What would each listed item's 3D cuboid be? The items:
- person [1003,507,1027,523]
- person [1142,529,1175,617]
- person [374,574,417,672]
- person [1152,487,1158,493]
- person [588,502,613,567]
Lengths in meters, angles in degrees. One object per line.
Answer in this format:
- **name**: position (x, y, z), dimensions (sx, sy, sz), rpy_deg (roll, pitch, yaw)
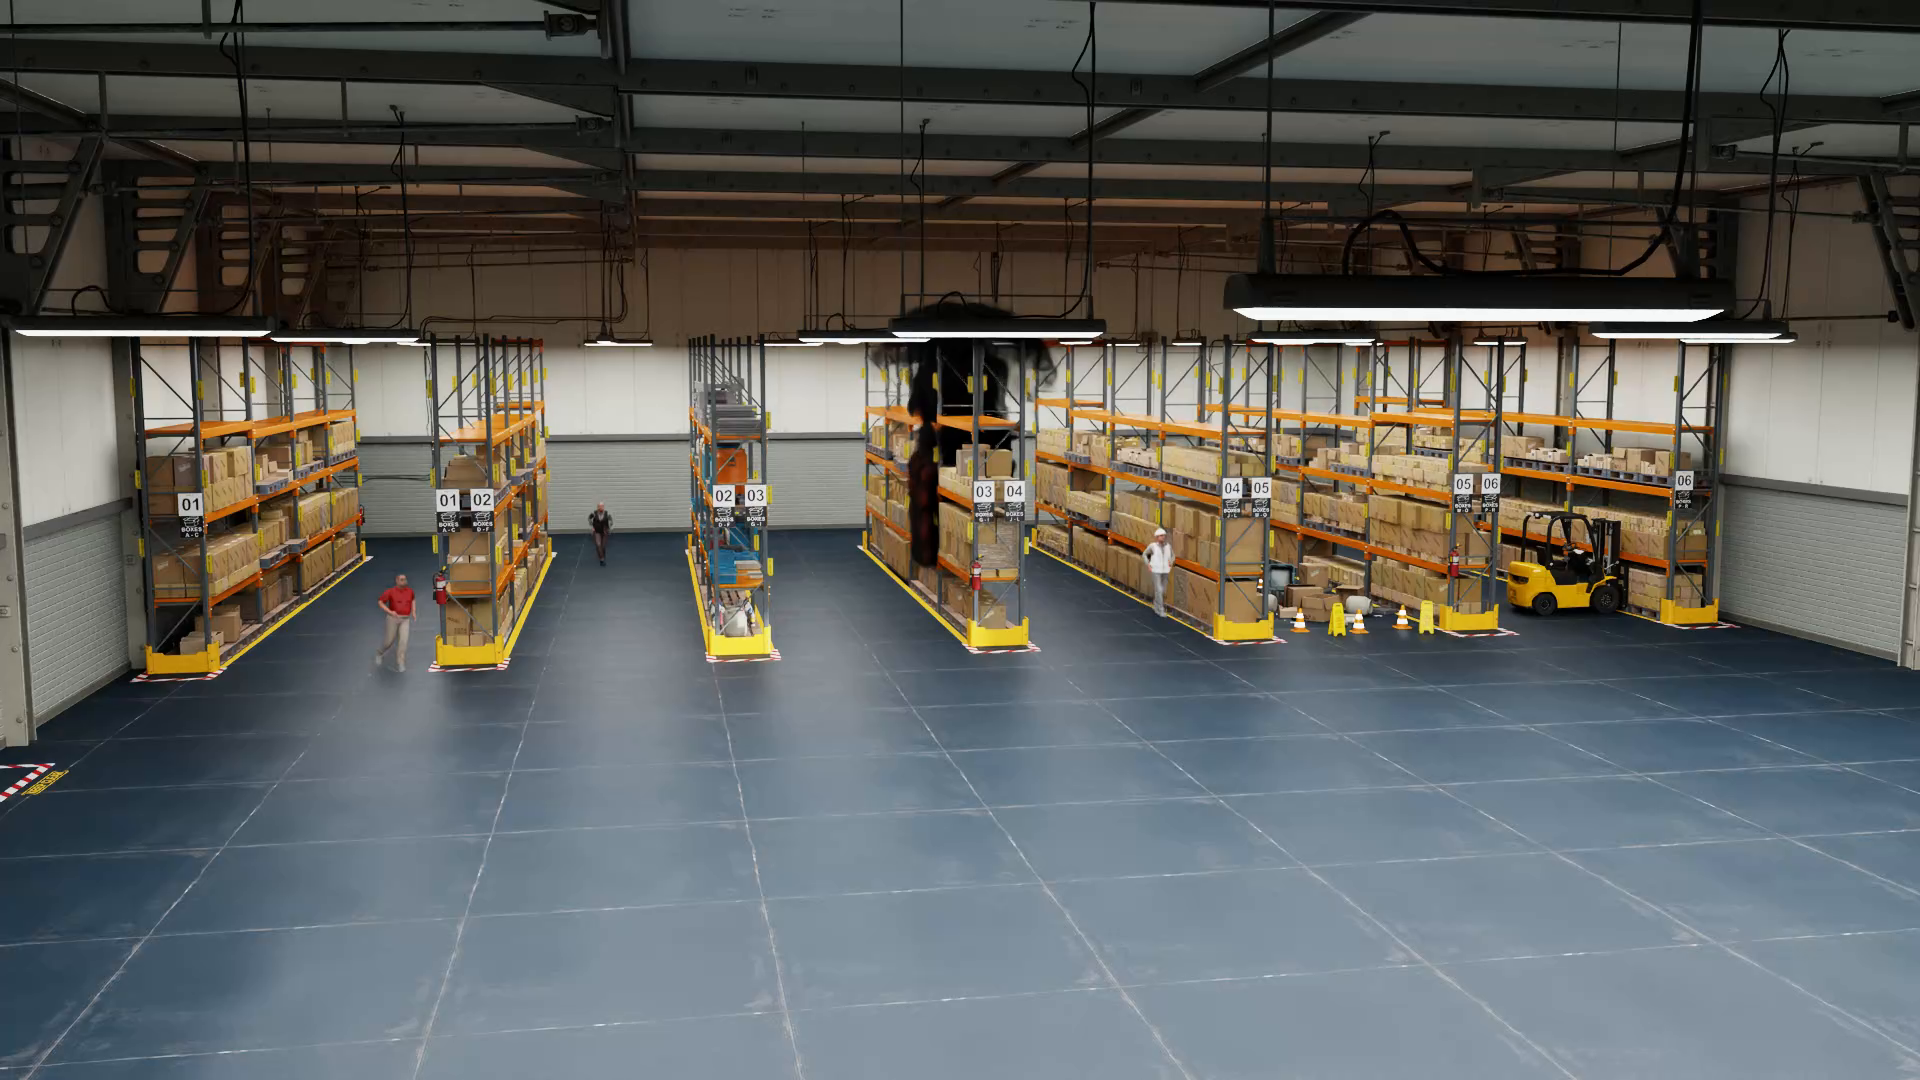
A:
- **person**: position (1.485, -0.359, 45.666), dimensions (0.735, 1.743, 0.701), rpy_deg (-1, 7, -4)
- **person**: position (4.088, 0.670, 34.029), dimensions (0.678, 1.815, 0.787), rpy_deg (-2, 7, -18)
- **person**: position (-10.049, 1.463, 29.816), dimensions (0.734, 1.696, 0.973), rpy_deg (-5, 8, -39)
- **person**: position (5.938, -0.896, 50.716), dimensions (0.649, 1.635, 0.576), rpy_deg (-1, 7, -6)
- **person**: position (-9.578, -0.184, 44.340), dimensions (0.661, 1.704, 0.954), rpy_deg (-1, 7, -11)
